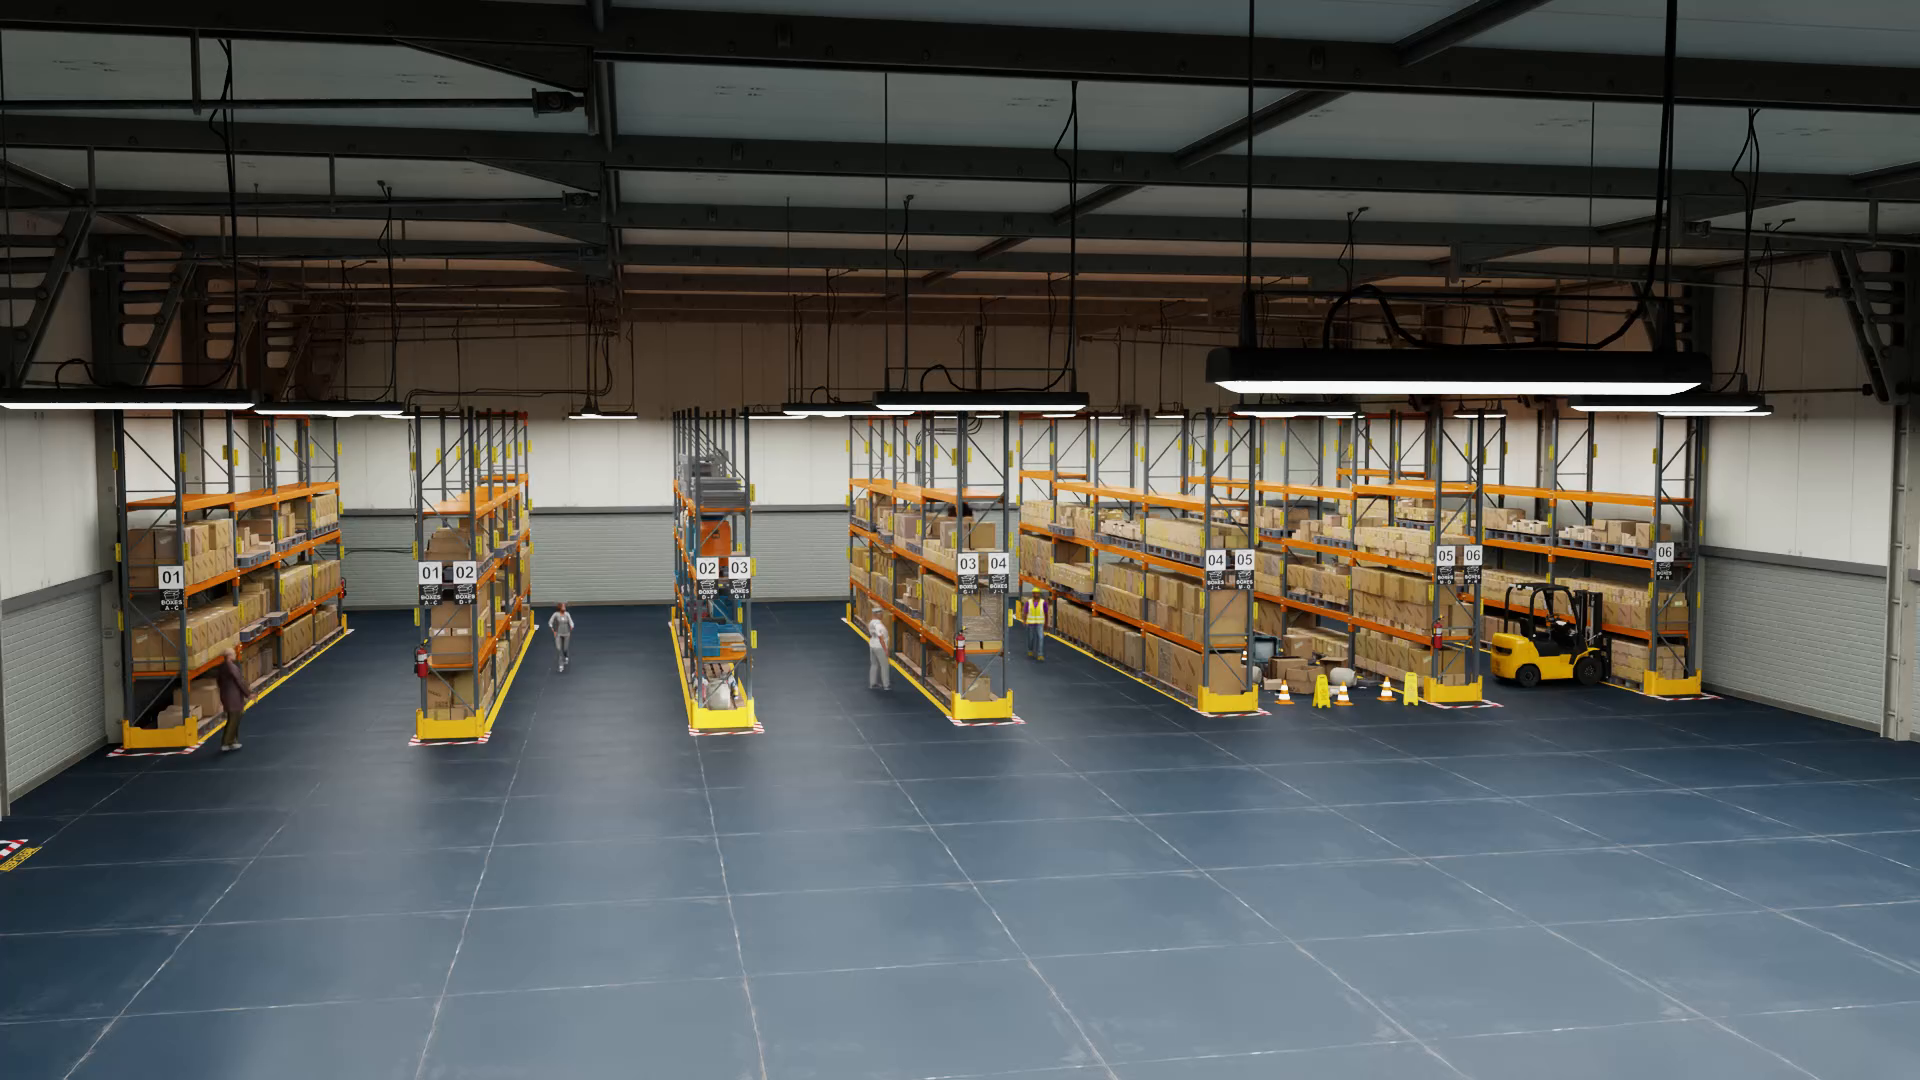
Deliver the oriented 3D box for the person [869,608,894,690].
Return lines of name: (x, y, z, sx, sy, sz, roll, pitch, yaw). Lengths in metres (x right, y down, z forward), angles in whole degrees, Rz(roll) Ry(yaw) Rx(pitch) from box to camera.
person: (-1.677, 2.322, 35.486, 0.473, 1.739, 0.618, -2, 5, -30)

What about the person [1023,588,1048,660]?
person: (1.818, 2.015, 40.033, 0.655, 1.726, 0.986, 0, 4, -6)

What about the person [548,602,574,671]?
person: (-9.236, 2.217, 38.498, 0.559, 1.583, 0.644, 0, 4, -7)

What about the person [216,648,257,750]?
person: (-12.676, 2.785, 28.976, 0.683, 1.786, 0.565, 2, 5, 27)
